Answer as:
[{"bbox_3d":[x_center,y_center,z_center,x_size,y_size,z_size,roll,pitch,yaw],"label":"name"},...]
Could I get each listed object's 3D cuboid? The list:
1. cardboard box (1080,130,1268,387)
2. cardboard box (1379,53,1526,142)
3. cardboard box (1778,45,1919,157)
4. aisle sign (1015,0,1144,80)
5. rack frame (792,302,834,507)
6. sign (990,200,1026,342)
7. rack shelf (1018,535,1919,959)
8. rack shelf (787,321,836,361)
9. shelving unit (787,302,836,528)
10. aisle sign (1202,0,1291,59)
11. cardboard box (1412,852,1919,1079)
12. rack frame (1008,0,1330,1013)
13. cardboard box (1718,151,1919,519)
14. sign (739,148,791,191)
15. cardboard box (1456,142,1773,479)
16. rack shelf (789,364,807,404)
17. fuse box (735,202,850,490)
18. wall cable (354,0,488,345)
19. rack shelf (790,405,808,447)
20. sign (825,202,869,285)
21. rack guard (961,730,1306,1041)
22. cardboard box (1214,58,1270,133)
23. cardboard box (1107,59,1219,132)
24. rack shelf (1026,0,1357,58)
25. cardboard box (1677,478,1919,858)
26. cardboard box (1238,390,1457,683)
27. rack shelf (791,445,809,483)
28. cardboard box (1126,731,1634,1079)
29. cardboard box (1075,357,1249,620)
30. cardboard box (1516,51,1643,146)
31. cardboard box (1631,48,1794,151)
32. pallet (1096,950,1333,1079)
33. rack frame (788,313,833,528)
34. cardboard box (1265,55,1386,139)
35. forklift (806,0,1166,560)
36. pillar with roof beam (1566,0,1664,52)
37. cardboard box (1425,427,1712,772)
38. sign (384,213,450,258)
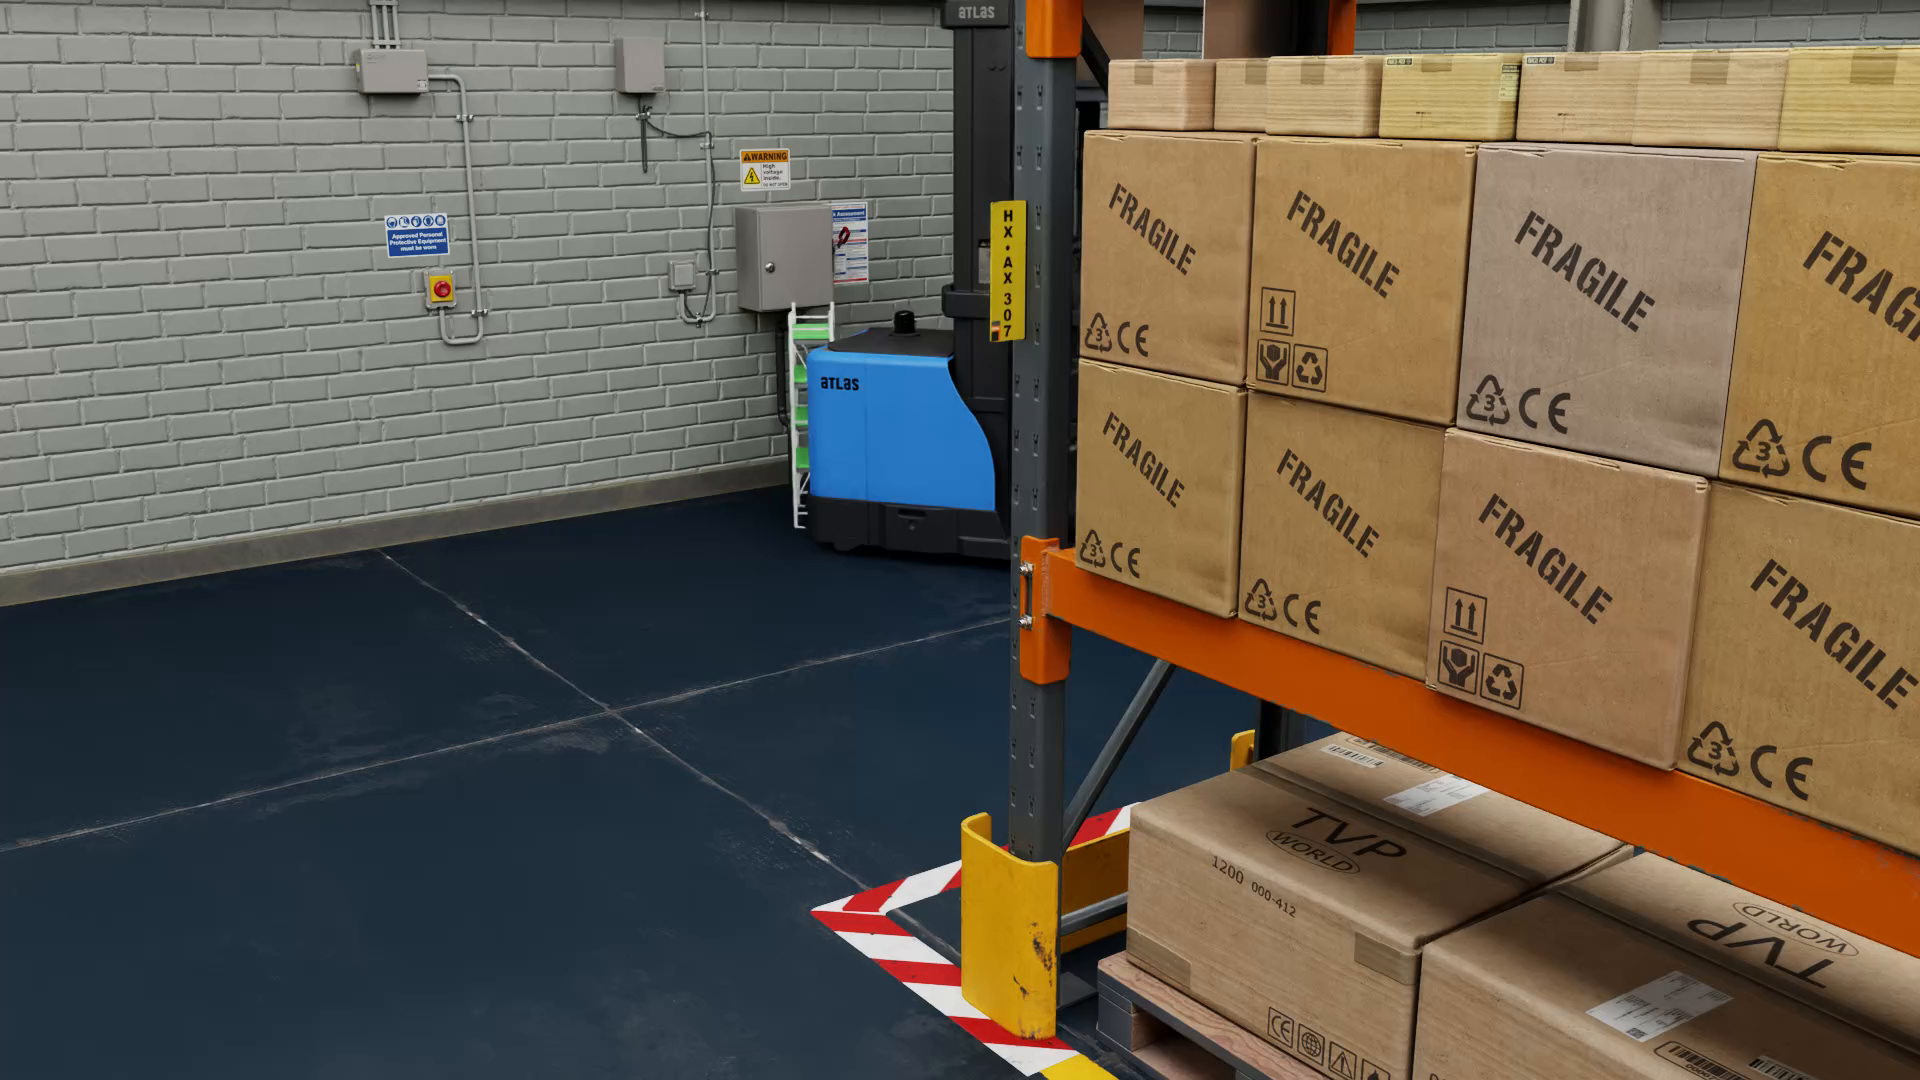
[{"bbox_3d":[0.617,-0.644,3.665,0.500,0.500,0.500,-11,19,-36],"label":"cardboard box"},{"bbox_3d":[0.991,-0.814,3.055,0.380,0.149,0.250,-12,19,-36],"label":"cardboard box"},{"bbox_3d":[1.428,-0.648,2.448,0.380,0.149,0.250,-11,19,-36],"label":"cardboard box"},{"bbox_3d":[0.288,-1.485,3.895,0.394,0.787,0.004,-11,19,-35],"label":"aisle sign"},{"bbox_3d":[-0.841,-0.779,9.648,0.240,1.200,0.015,-1,15,-3],"label":"rack frame"},{"bbox_3d":[0.113,-0.632,3.912,0.100,0.325,0.005,-11,19,-35],"label":"sign"},{"bbox_3d":[1.741,0.513,2.881,1.077,0.370,4.000,-11,19,-35],"label":"rack shelf"},{"bbox_3d":[-0.825,-1.116,9.303,0.258,0.148,0.480,-1,15,-3],"label":"rack shelf"},{"bbox_3d":[-0.825,-0.714,9.413,0.258,1.200,0.503,-1,15,-3],"label":"shelving unit"},{"bbox_3d":[0.774,-1.578,4.235,0.394,0.787,0.004,-11,19,-35],"label":"aisle sign"},{"bbox_3d":[1.579,1.092,3.462,0.875,0.438,0.875,-10,18,-33],"label":"cardboard box"},{"bbox_3d":[0.565,-0.261,4.346,1.000,3.000,0.127,-11,19,-35],"label":"rack frame"},{"bbox_3d":[1.530,-0.320,2.480,0.500,0.500,0.500,-11,19,-34],"label":"cardboard box"},{"bbox_3d":[-1.150,-2.190,9.831,0.339,0.242,0.001,-11,19,-35],"label":"sign"},{"bbox_3d":[1.236,-0.427,2.869,0.500,0.500,0.500,-11,19,-35],"label":"cardboard box"},{"bbox_3d":[-0.825,-0.884,9.366,0.258,0.148,0.480,-1,15,-3],"label":"rack shelf"},{"bbox_3d":[-0.984,-1.135,9.980,0.539,1.711,0.414,-11,19,-35],"label":"fuse box"},{"bbox_3d":[-2.769,-1.966,8.594,0.585,1.953,0.123,-11,19,-35],"label":"wall cable"},{"bbox_3d":[-0.825,-0.653,9.430,0.258,0.148,0.480,-1,15,-3],"label":"rack shelf"},{"bbox_3d":[-0.706,-1.831,10.264,0.329,0.494,0.001,-11,19,-35],"label":"sign"},{"bbox_3d":[0.551,0.940,4.695,1.175,0.500,0.348,-11,19,-35],"label":"rack guard"},{"bbox_3d":[0.762,-0.940,3.518,0.380,0.149,0.250,-10,18,-33],"label":"cardboard box"},{"bbox_3d":[0.550,-0.985,3.682,0.380,0.149,0.250,-10,18,-33],"label":"cardboard box"},{"bbox_3d":[1.741,-0.933,2.485,1.077,0.370,4.000,-11,19,-35],"label":"rack shelf"},{"bbox_3d":[1.528,0.158,2.629,0.500,0.500,0.500,-10,18,-33],"label":"cardboard box"},{"bbox_3d":[0.935,-0.058,3.417,0.500,0.500,0.500,-11,19,-35],"label":"cardboard box"},{"bbox_3d":[-0.825,-0.421,9.493,0.258,0.148,0.480,-1,15,-3],"label":"rack shelf"},{"bbox_3d":[1.034,0.898,4.171,0.875,0.438,0.875,-12,19,-36],"label":"cardboard box"},{"bbox_3d":[0.615,-0.162,3.796,0.500,0.500,0.500,-11,19,-35],"label":"cardboard box"},{"bbox_3d":[1.188,-0.766,2.880,0.380,0.149,0.250,-11,19,-34],"label":"cardboard box"},{"bbox_3d":[1.301,-0.706,2.661,0.380,0.149,0.250,-11,19,-34],"label":"cardboard box"},{"bbox_3d":[1.099,1.243,4.135,1.003,0.211,1.213,-11,19,-35],"label":"pallet"},{"bbox_3d":[-0.810,-0.650,9.178,0.240,1.200,0.015,-1,15,-3],"label":"rack frame"},{"bbox_3d":[0.822,-0.867,3.250,0.380,0.149,0.250,-10,18,-33],"label":"cardboard box"},{"bbox_3d":[0.764,-1.352,8.462,3.031,2.935,1.130,5,16,18],"label":"forklift"},{"bbox_3d":[0.240,-3.973,6.546,9.100,9.000,0.400,-11,19,-35],"label":"pillar with roof beam"},{"bbox_3d":[1.220,0.053,3.010,0.500,0.500,0.500,-11,19,-35],"label":"cardboard box"},{"bbox_3d":[-2.844,-1.597,8.717,0.327,0.218,0.001,-11,19,-35],"label":"sign"}]
